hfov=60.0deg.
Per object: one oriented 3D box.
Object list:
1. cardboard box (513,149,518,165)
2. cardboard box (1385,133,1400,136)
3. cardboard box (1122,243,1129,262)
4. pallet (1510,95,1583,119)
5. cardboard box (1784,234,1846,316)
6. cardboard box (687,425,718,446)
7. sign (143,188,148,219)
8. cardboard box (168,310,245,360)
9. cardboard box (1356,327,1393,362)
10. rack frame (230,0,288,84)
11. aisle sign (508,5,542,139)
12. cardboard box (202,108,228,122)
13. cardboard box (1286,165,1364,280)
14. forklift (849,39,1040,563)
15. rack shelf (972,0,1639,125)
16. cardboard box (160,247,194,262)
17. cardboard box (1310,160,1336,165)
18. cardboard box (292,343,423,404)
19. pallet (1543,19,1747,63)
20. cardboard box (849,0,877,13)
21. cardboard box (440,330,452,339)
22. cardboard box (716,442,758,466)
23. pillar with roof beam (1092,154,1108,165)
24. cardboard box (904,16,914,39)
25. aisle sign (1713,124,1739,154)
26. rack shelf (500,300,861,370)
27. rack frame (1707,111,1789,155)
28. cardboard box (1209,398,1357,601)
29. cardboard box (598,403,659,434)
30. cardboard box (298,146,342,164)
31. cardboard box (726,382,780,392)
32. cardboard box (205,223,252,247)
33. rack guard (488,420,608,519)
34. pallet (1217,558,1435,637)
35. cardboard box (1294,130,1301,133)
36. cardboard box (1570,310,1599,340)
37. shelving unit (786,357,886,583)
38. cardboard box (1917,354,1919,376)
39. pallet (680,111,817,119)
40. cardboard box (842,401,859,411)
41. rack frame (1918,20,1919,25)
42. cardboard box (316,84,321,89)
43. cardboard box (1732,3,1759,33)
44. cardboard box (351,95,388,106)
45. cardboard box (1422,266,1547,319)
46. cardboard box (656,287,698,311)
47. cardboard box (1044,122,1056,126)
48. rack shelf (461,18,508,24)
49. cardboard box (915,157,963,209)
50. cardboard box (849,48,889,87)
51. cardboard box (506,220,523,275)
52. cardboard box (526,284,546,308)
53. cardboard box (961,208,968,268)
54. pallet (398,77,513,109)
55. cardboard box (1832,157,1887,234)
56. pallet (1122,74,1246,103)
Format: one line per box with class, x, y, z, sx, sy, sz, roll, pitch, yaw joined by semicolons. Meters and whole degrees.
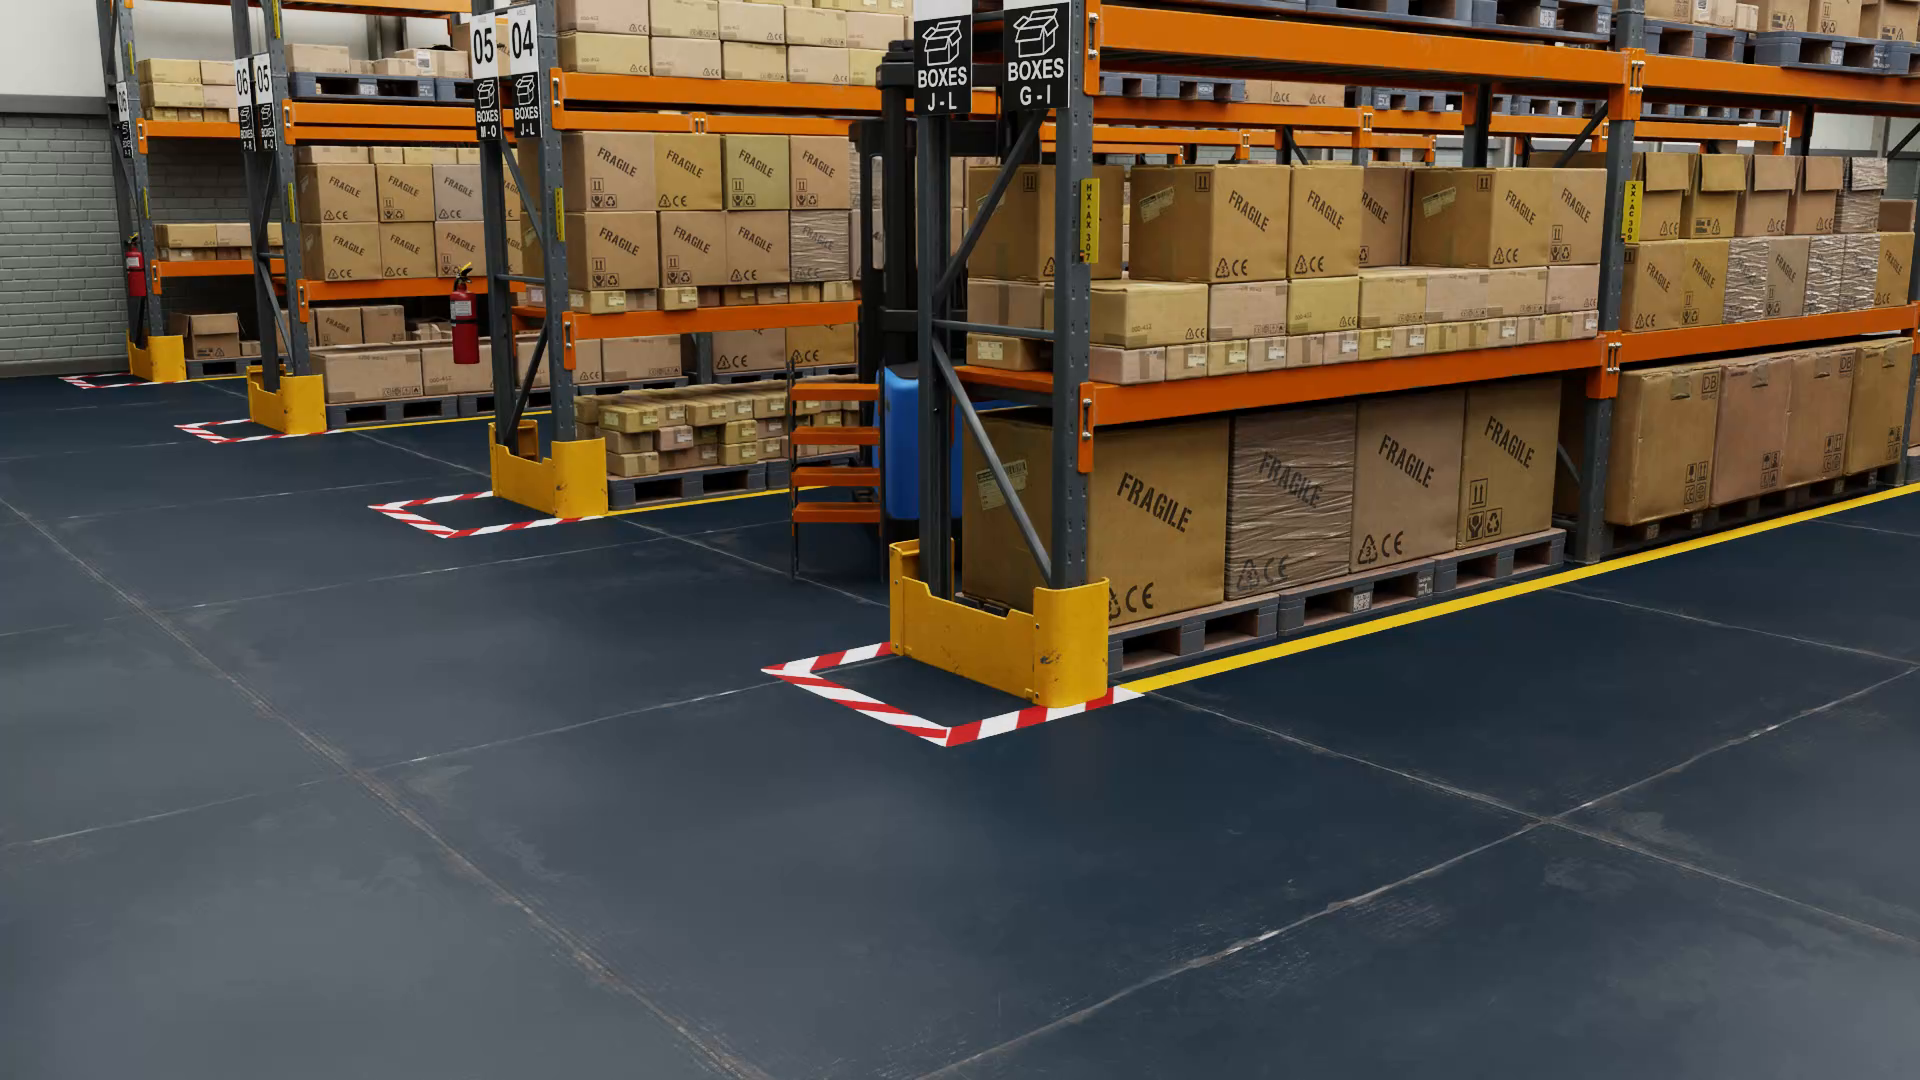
cardboard box;-4.161;-3.587;15.590;0.250;0.149;0.380;-9;15;-38
cardboard box;5.965;-5.756;23.400;0.250;0.149;0.380;-9;15;-36
cardboard box;1.278;-2.351;13.574;0.250;0.149;0.380;-9;15;-37
pallet;5.834;-4.508;17.377;1.217;0.209;0.805;-10;16;-40
cardboard box;5.388;-1.738;10.851;0.500;0.500;0.500;-10;16;-39
cardboard box;-1.897;-0.760;11.621;0.250;0.149;0.380;-9;15;-37
sign;-8.787;-3.634;17.938;0.005;0.325;0.100;-9;15;-38
cardboard box;-8.589;-2.347;18.959;0.637;0.503;0.797;-10;16;-40
cardboard box;1.852;-0.956;8.016;0.250;0.149;0.380;-10;16;-39
rack frame;-6.022;-5.429;14.030;0.127;3.000;1.000;-9;15;-38
aisle sign;-2.721;-2.918;10.390;0.004;0.787;0.394;-9;15;-38
cardboard box;-8.333;-4.716;18.498;0.250;0.149;0.380;-9;15;-37
cardboard box;1.503;-1.477;7.704;0.500;0.500;0.500;-10;16;-39
forklift;-0.102;-1.563;10.434;1.130;2.935;3.031;-2;12;-9
rack shelf;1.730;-2.262;8.069;4.000;0.370;1.077;-9;15;-38
cardboard box;-8.698;-3.174;18.460;0.250;0.149;0.380;-10;15;-38
cardboard box;4.649;-4.880;22.526;0.500;0.500;0.700;-10;15;-39
cardboard box;-5.569;-1.548;15.355;0.875;0.438;0.875;-10;16;-40
pallet;3.977;-2.907;9.834;1.217;0.209;0.805;-10;16;-40
cardboard box;-0.795;-3.800;11.779;0.250;0.149;0.380;-10;15;-38
cardboard box;-6.254;-2.509;20.574;0.250;0.149;0.380;-10;16;-39
cardboard box;-1.631;-0.627;11.714;0.250;0.149;0.380;-9;15;-37
pillar with roof beam;4.950;-7.667;24.571;0.400;9.000;9.100;-9;15;-38
cardboard box;-0.343;-3.695;12.245;0.500;0.250;0.500;-10;16;-40
aisle sign;9.511;-5.110;20.714;0.004;0.787;0.394;-9;15;-38
rack shelf;-1.289;-1.612;12.231;4.000;0.370;1.077;-9;15;-38
rack frame;9.643;-3.781;20.711;0.127;3.000;1.000;-9;15;-38
cardboard box;1.329;-0.267;8.269;0.875;0.875;0.875;-9;15;-38
cardboard box;-2.230;-0.819;11.185;0.250;0.149;0.380;-10;16;-40
cardboard box;-5.572;-3.351;14.477;0.250;0.149;0.380;-9;15;-36
cardboard box;-1.549;-1.077;12.400;0.250;0.149;0.380;-10;16;-40
cardboard box;-8.210;-3.452;18.807;0.500;0.250;0.500;-9;15;-37
rack guard;-2.792;-0.492;11.240;0.348;0.500;1.175;-9;15;-38
pallet;1.696;0.203;8.663;1.213;0.211;1.003;-9;15;-38
cardboard box;4.329;-5.497;22.180;0.250;0.149;0.380;-9;15;-36
cardboard box;3.259;-1.190;9.118;0.250;0.149;0.380;-9;15;-37
shelving unit;-0.663;-0.379;9.025;0.503;1.200;0.258;0;12;1
cardboard box;6.920;-1.376;12.541;0.500;0.250;0.500;-9;15;-35
pallet;-2.214;-4.514;17.404;1.217;0.209;0.805;-10;16;-40
cardboard box;-0.815;-1.056;12.300;0.250;0.149;0.380;-10;16;-40
rack frame;6.415;-4.859;11.349;0.127;3.000;1.000;-9;15;-38
cardboard box;-7.438;-5.298;19.076;0.500;0.250;0.500;-9;15;-36
cardboard box;4.548;-3.125;9.994;0.250;0.149;0.380;-10;16;-40
cardboard box;-7.029;-5.120;19.444;0.500;0.250;0.500;-9;15;-36
cardboard box;2.709;-1.311;8.724;0.500;0.250;0.500;-9;15;-36
cardboard box;-1.977;-1.636;11.218;0.250;0.149;0.380;-10;16;-39
cardboard box;0.971;-5.170;19.791;0.500;0.500;0.700;-9;15;-38
rack shelf;-4.441;-6.464;21.602;4.000;0.370;1.077;-9;15;-38
cardboard box;-0.326;-2.734;12.419;0.500;0.500;0.500;-10;16;-39
cardboard box;-0.736;-3.381;11.969;0.500;0.250;0.500;-10;15;-38
cardboard box;-4.301;-2.760;15.663;0.500;0.500;0.500;-9;15;-36
cardboard box;-2.773;-1.670;11.375;0.250;0.149;0.380;-9;15;-38
cardboard box;0.071;-2.309;12.826;0.500;0.500;0.500;-9;15;-38
pallet;-4.496;-4.175;15.562;1.213;0.211;1.003;-9;15;-38
cardboard box;5.834;-2.372;11.423;0.637;0.503;0.797;-9;15;-36
pallet;1.629;-3.797;14.018;1.003;0.211;1.213;-9;15;-38
